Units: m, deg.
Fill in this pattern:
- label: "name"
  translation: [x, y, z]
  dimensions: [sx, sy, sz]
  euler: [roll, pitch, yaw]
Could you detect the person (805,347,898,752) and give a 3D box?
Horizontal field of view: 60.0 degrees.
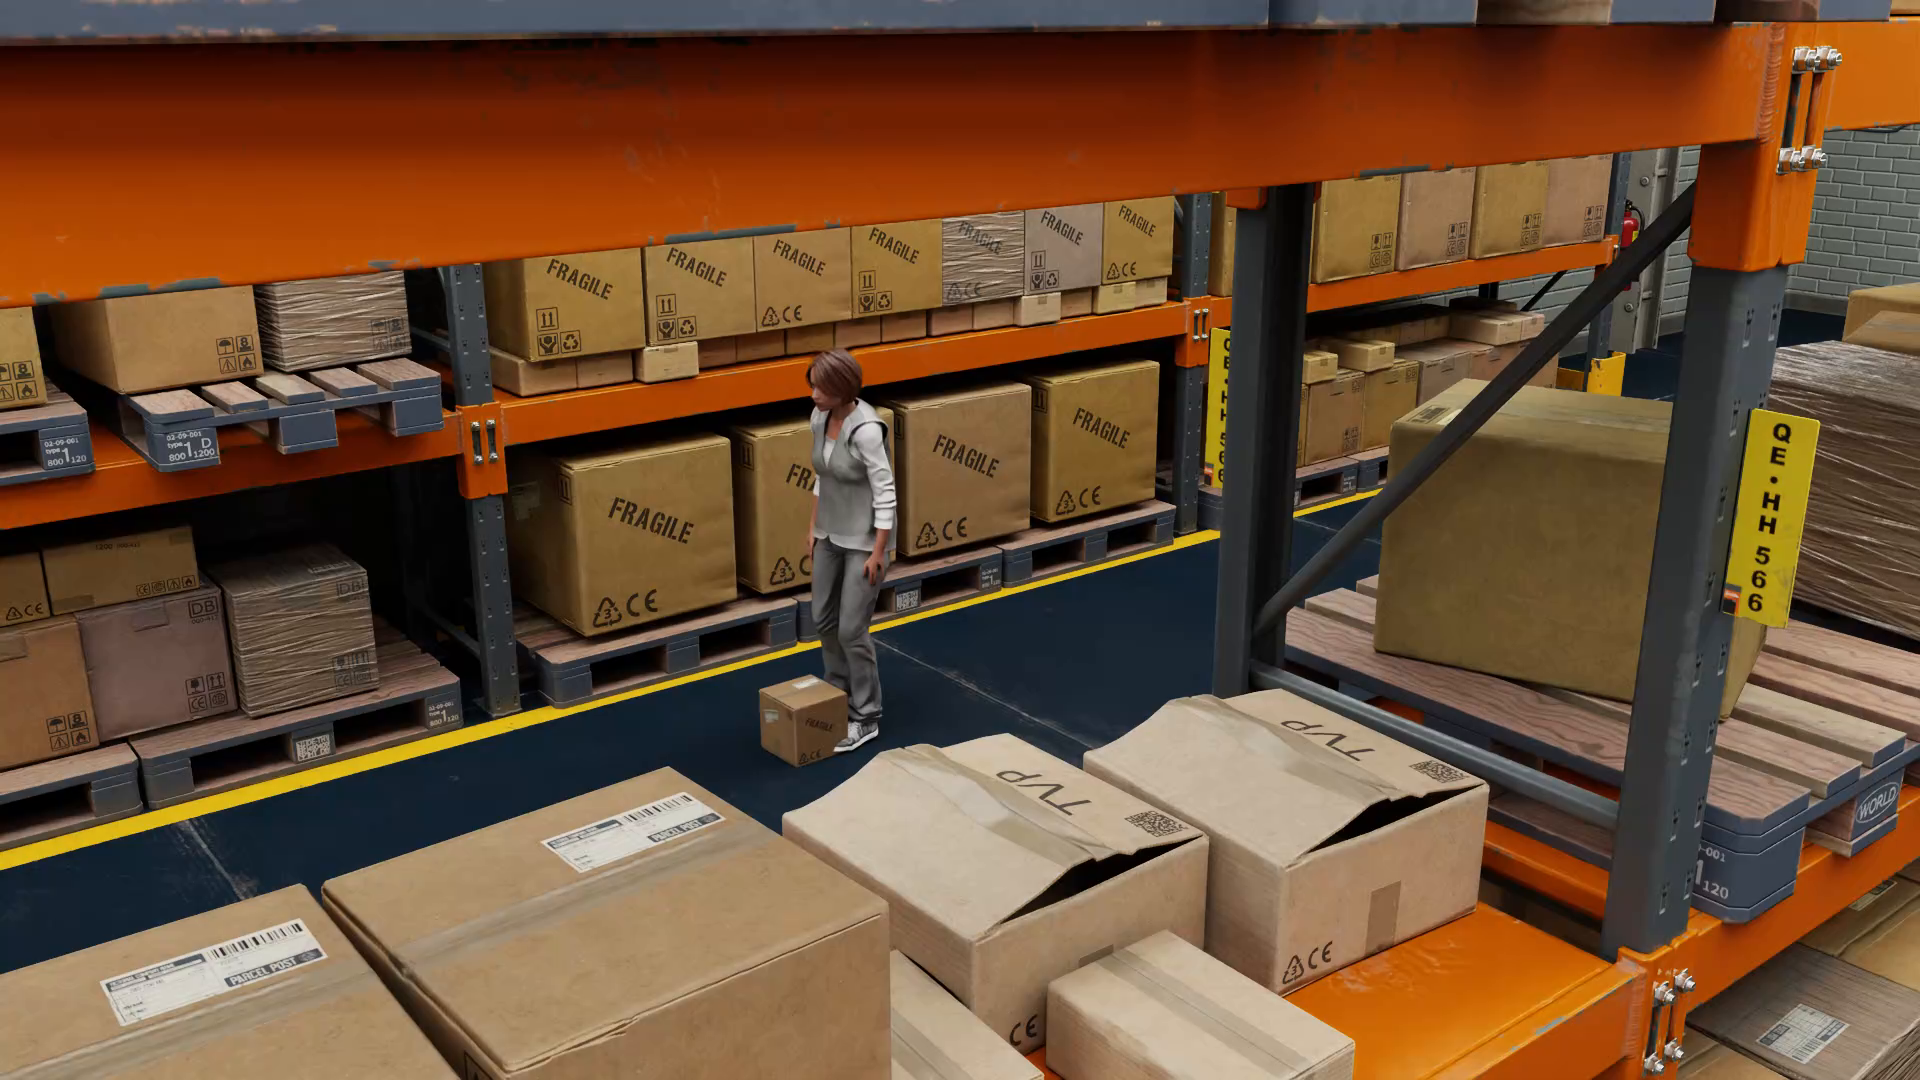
- label: "person"
  translation: [-0.447, 0.033, 6.490]
  dimensions: [0.376, 1.580, 0.468]
  euler: [-15, 23, -38]
